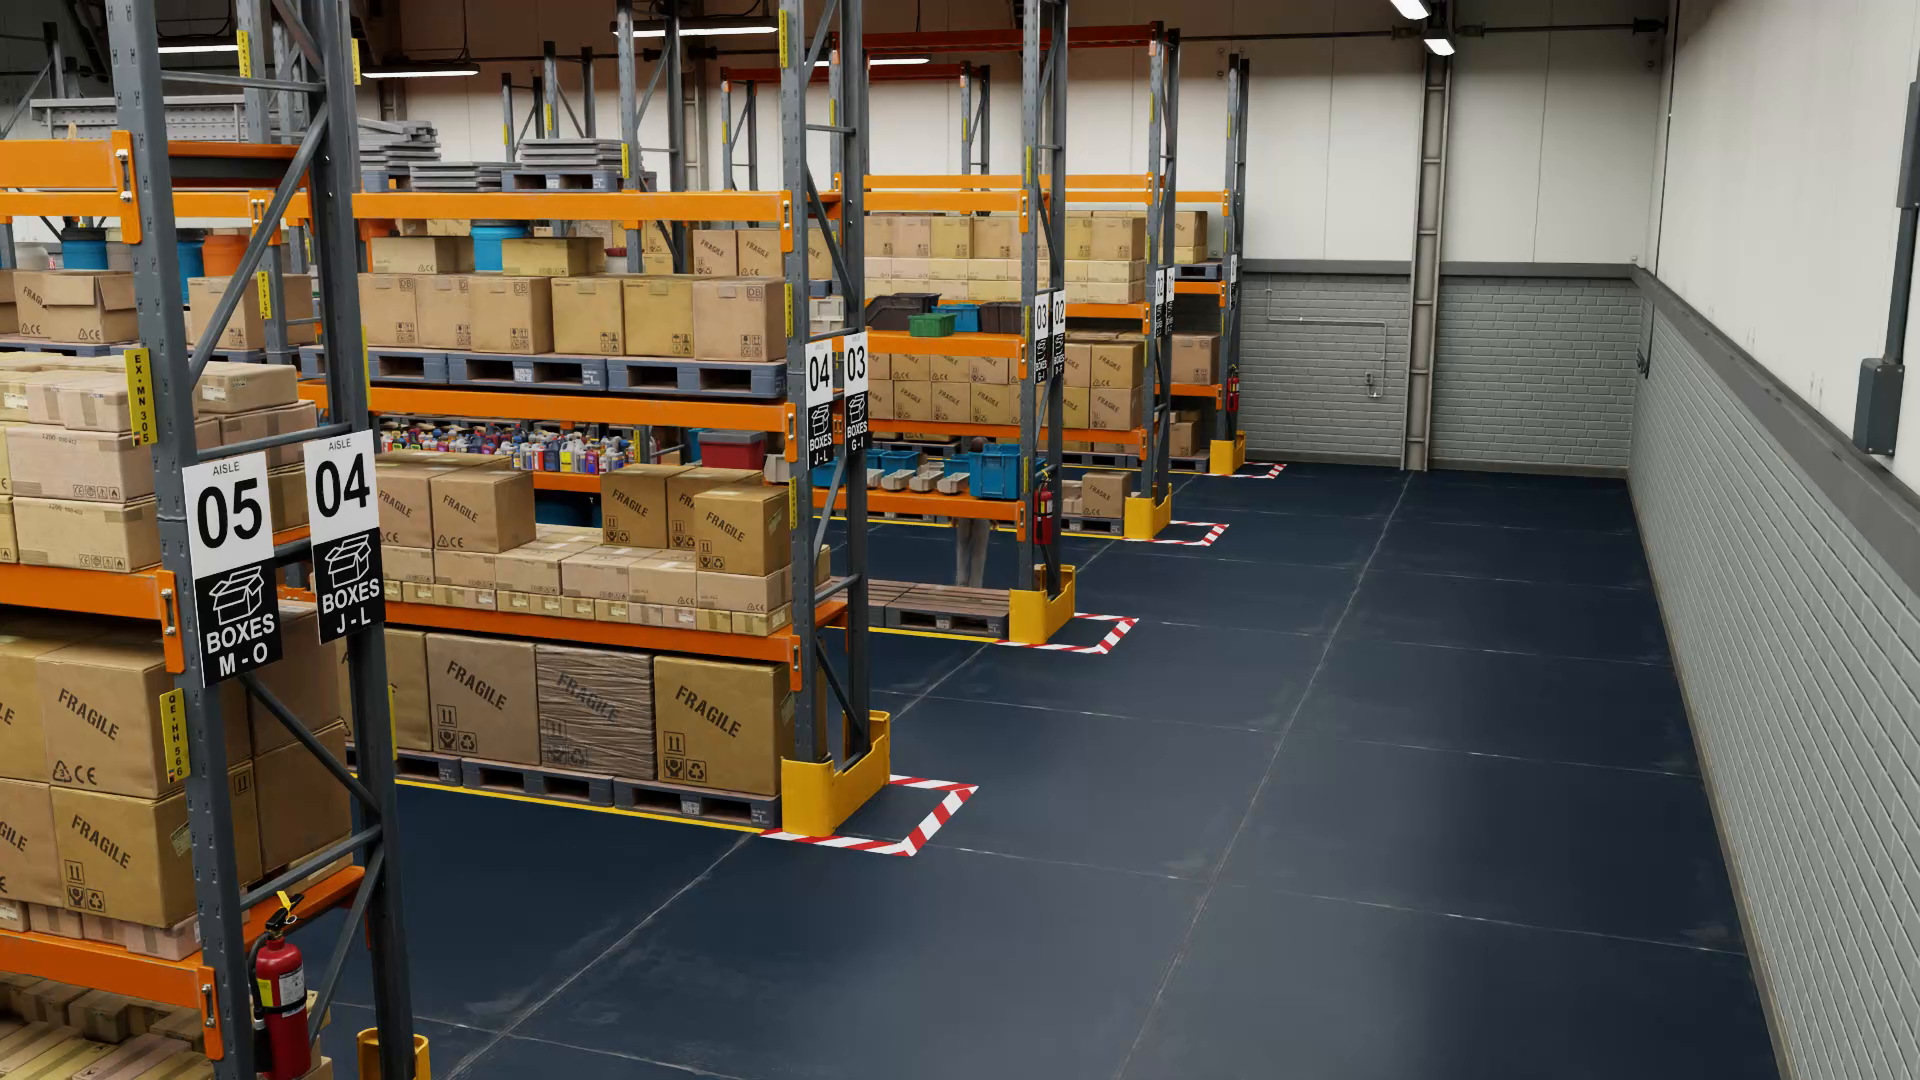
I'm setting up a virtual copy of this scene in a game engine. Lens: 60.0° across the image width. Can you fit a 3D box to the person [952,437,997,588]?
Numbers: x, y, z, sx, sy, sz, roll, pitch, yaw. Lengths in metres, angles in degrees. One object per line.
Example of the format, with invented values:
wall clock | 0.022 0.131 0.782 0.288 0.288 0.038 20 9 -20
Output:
person | 0.152 -0.248 17.067 0.545 1.659 0.674 4 13 19
